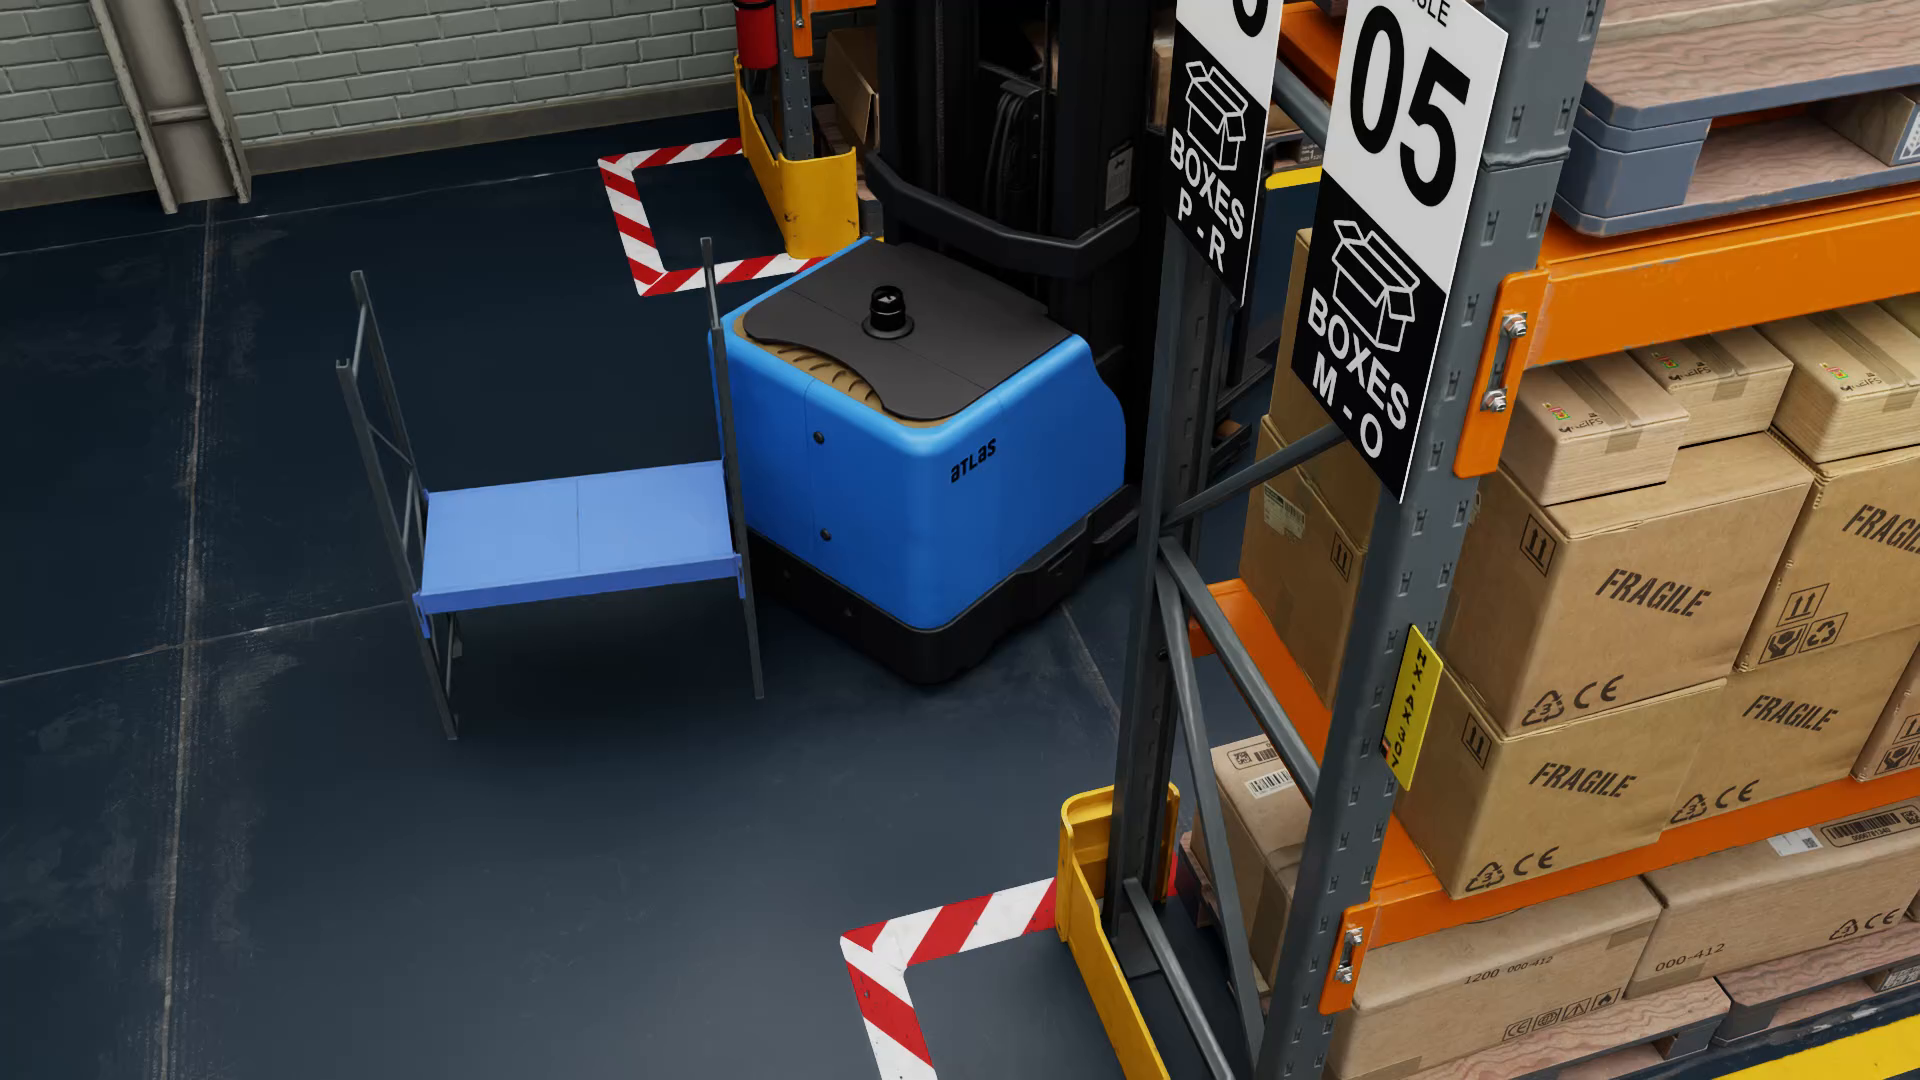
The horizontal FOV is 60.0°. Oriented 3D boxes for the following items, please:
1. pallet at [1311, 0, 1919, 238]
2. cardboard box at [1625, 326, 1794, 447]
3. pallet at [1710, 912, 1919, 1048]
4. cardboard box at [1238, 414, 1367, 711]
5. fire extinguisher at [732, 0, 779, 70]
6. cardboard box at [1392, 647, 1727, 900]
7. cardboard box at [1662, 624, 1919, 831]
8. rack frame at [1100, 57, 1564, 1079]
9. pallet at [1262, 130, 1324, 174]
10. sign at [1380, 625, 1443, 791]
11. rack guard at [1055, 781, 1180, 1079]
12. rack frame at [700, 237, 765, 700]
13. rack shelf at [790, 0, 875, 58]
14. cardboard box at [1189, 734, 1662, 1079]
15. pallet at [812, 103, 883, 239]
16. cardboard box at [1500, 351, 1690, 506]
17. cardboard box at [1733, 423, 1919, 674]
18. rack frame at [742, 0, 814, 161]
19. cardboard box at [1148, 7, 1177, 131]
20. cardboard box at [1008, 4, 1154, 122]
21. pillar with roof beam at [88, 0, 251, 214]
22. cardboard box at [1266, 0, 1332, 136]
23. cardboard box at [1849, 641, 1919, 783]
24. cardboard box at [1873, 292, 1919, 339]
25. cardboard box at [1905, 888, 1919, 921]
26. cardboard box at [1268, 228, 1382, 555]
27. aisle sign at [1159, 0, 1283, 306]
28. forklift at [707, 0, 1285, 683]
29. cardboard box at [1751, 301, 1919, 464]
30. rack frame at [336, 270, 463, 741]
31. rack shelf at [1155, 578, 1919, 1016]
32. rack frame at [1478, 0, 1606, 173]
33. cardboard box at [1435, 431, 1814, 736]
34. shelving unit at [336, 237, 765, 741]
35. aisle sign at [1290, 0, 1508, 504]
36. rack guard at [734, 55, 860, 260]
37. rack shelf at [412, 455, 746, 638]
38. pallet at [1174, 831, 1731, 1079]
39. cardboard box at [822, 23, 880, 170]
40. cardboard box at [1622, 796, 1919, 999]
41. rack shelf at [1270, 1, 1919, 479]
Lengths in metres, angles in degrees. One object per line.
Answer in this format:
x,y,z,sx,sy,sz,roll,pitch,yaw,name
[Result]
1.331,-0.945,2.839,1.213,0.211,1.003,-12,42,-13,pallet
1.277,-0.347,3.038,0.250,0.149,0.380,-11,42,-12,cardboard box
2.528,0.909,5.050,1.213,0.211,1.003,-12,42,-13,pallet
1.008,0.005,3.888,0.500,0.500,0.500,-11,42,-13,cardboard box
-0.869,-2.321,6.969,0.183,0.674,0.296,-12,42,-13,fire extinguisher
1.171,0.352,3.491,0.500,0.500,0.500,-12,43,-13,cardboard box
1.645,0.234,3.626,0.500,0.500,0.500,-12,43,-14,cardboard box
0.627,0.304,3.622,0.127,3.000,1.000,-12,42,-13,rack frame
1.127,-2.172,8.575,1.213,0.211,1.003,-12,42,-13,pallet
0.788,0.298,2.911,0.005,0.325,0.100,-12,42,-13,sign
0.604,1.250,4.439,0.348,0.500,1.175,-12,42,-13,rack guard
-0.722,-0.186,5.323,0.032,1.500,0.500,-7,42,-8,rack frame
1.040,-2.934,7.876,4.000,0.370,1.077,-12,42,-13,rack shelf
1.226,0.918,4.548,0.875,0.438,0.875,-13,43,-15,cardboard box
-0.035,-1.933,8.302,1.213,0.211,1.003,-12,42,-13,pallet
1.049,-0.251,2.928,0.250,0.149,0.380,-11,42,-12,cardboard box
1.661,-0.133,3.286,0.500,0.500,0.500,-13,43,-14,cardboard box
-0.868,-2.810,7.186,0.127,3.000,1.000,-12,42,-13,rack frame
1.106,-2.274,8.154,0.500,0.500,0.500,-11,42,-12,cardboard box
0.571,-2.233,8.106,0.500,0.500,0.700,-10,42,-11,cardboard box
-2.417,-2.400,2.158,0.400,9.000,9.100,-12,42,-13,pillar with roof beam
1.561,-2.438,8.341,0.500,0.500,0.700,-13,43,-15,cardboard box
2.136,0.145,3.728,0.500,0.500,0.500,-12,43,-13,cardboard box
1.805,-0.390,3.087,0.250,0.149,0.380,-13,43,-14,cardboard box
2.957,0.554,4.964,0.875,0.438,0.875,-13,43,-14,cardboard box
1.015,-0.355,3.540,0.500,0.500,0.500,-10,42,-12,cardboard box
0.465,-0.855,2.973,0.004,0.787,0.394,-12,42,-13,aisle sign
0.504,-1.515,5.756,1.130,2.935,3.031,30,49,30,forklift
1.560,-0.327,3.015,0.250,0.149,0.380,-10,42,-12,cardboard box
-1.721,-0.063,5.182,0.032,1.500,0.500,-7,42,-8,rack frame
2.535,0.180,4.311,4.000,0.370,1.077,-12,42,-13,rack shelf
0.627,-1.955,1.648,0.127,3.000,1.000,-12,42,-13,rack frame
1.170,-0.026,3.164,0.500,0.500,0.500,-13,43,-14,cardboard box
-1.222,-0.125,5.253,1.048,1.500,0.538,-7,42,-8,shelving unit
0.645,-0.479,2.542,0.004,0.787,0.394,-12,42,-13,aisle sign
-0.795,-1.884,8.026,0.348,0.500,1.175,-12,42,-13,rack guard
-1.222,0.011,5.371,1.000,0.185,0.538,-7,42,-8,rack shelf
1.366,1.147,4.776,1.213,0.211,1.003,-12,42,-13,pallet
-0.256,-2.089,7.940,0.637,0.503,0.797,-13,43,-15,cardboard box
2.097,0.732,4.761,0.875,0.438,0.875,-11,42,-12,cardboard box
2.535,-0.950,3.324,4.000,0.370,1.077,-12,42,-13,rack shelf
